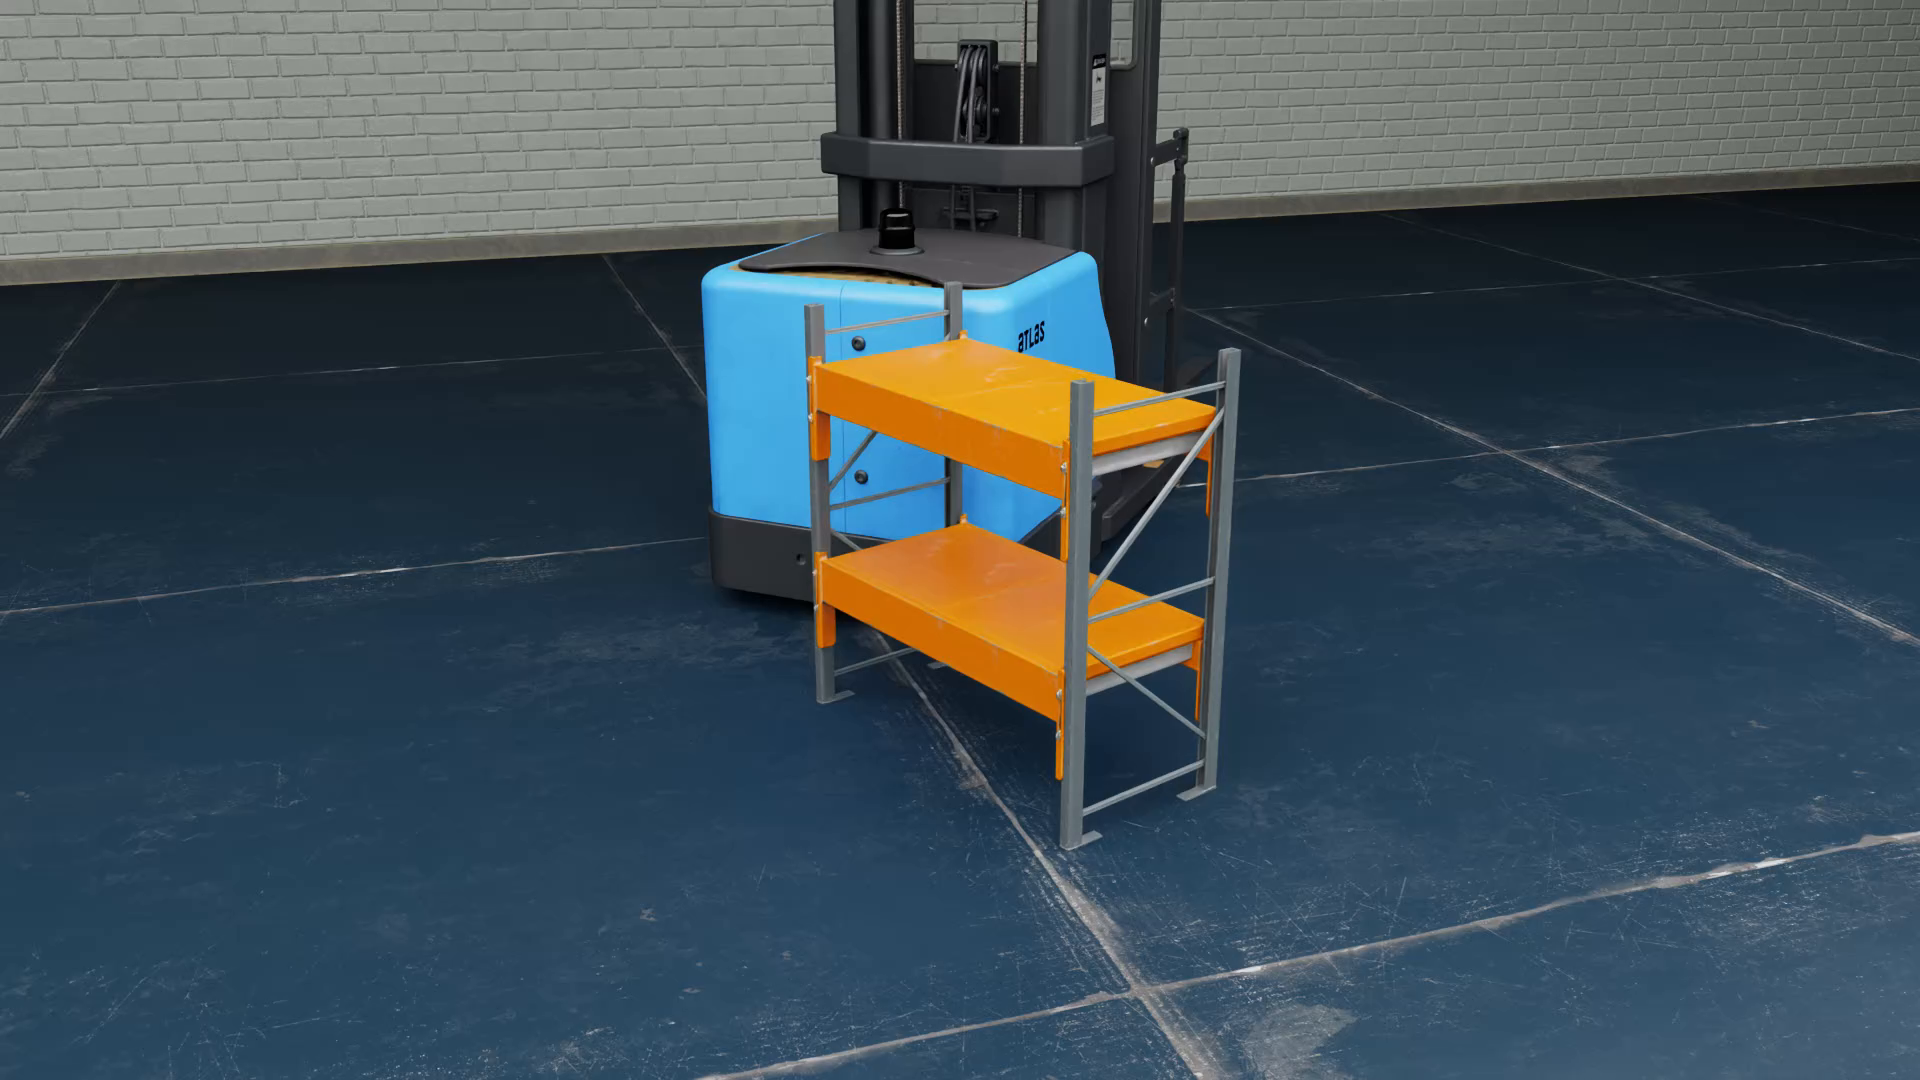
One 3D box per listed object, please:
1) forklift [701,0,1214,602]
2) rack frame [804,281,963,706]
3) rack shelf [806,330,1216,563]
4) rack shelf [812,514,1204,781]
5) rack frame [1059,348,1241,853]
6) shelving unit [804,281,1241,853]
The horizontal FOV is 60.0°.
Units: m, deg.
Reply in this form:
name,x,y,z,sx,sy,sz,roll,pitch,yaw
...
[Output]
name,x,y,z,sx,sy,sz,roll,pitch,yaw
forklift,0.246,-1.573,5.960,1.130,2.935,3.031,8,21,22
rack frame,-0.197,-0.124,4.599,0.500,1.125,0.032,-15,25,-36
rack shelf,0.121,-0.266,4.126,0.538,0.278,1.000,-15,25,-36
rack shelf,0.121,0.240,4.308,0.538,0.278,1.000,-15,25,-36
rack frame,0.438,0.144,3.852,0.500,1.125,0.032,-15,25,-36
shelving unit,0.121,0.010,4.225,0.538,1.125,1.048,-15,25,-36
